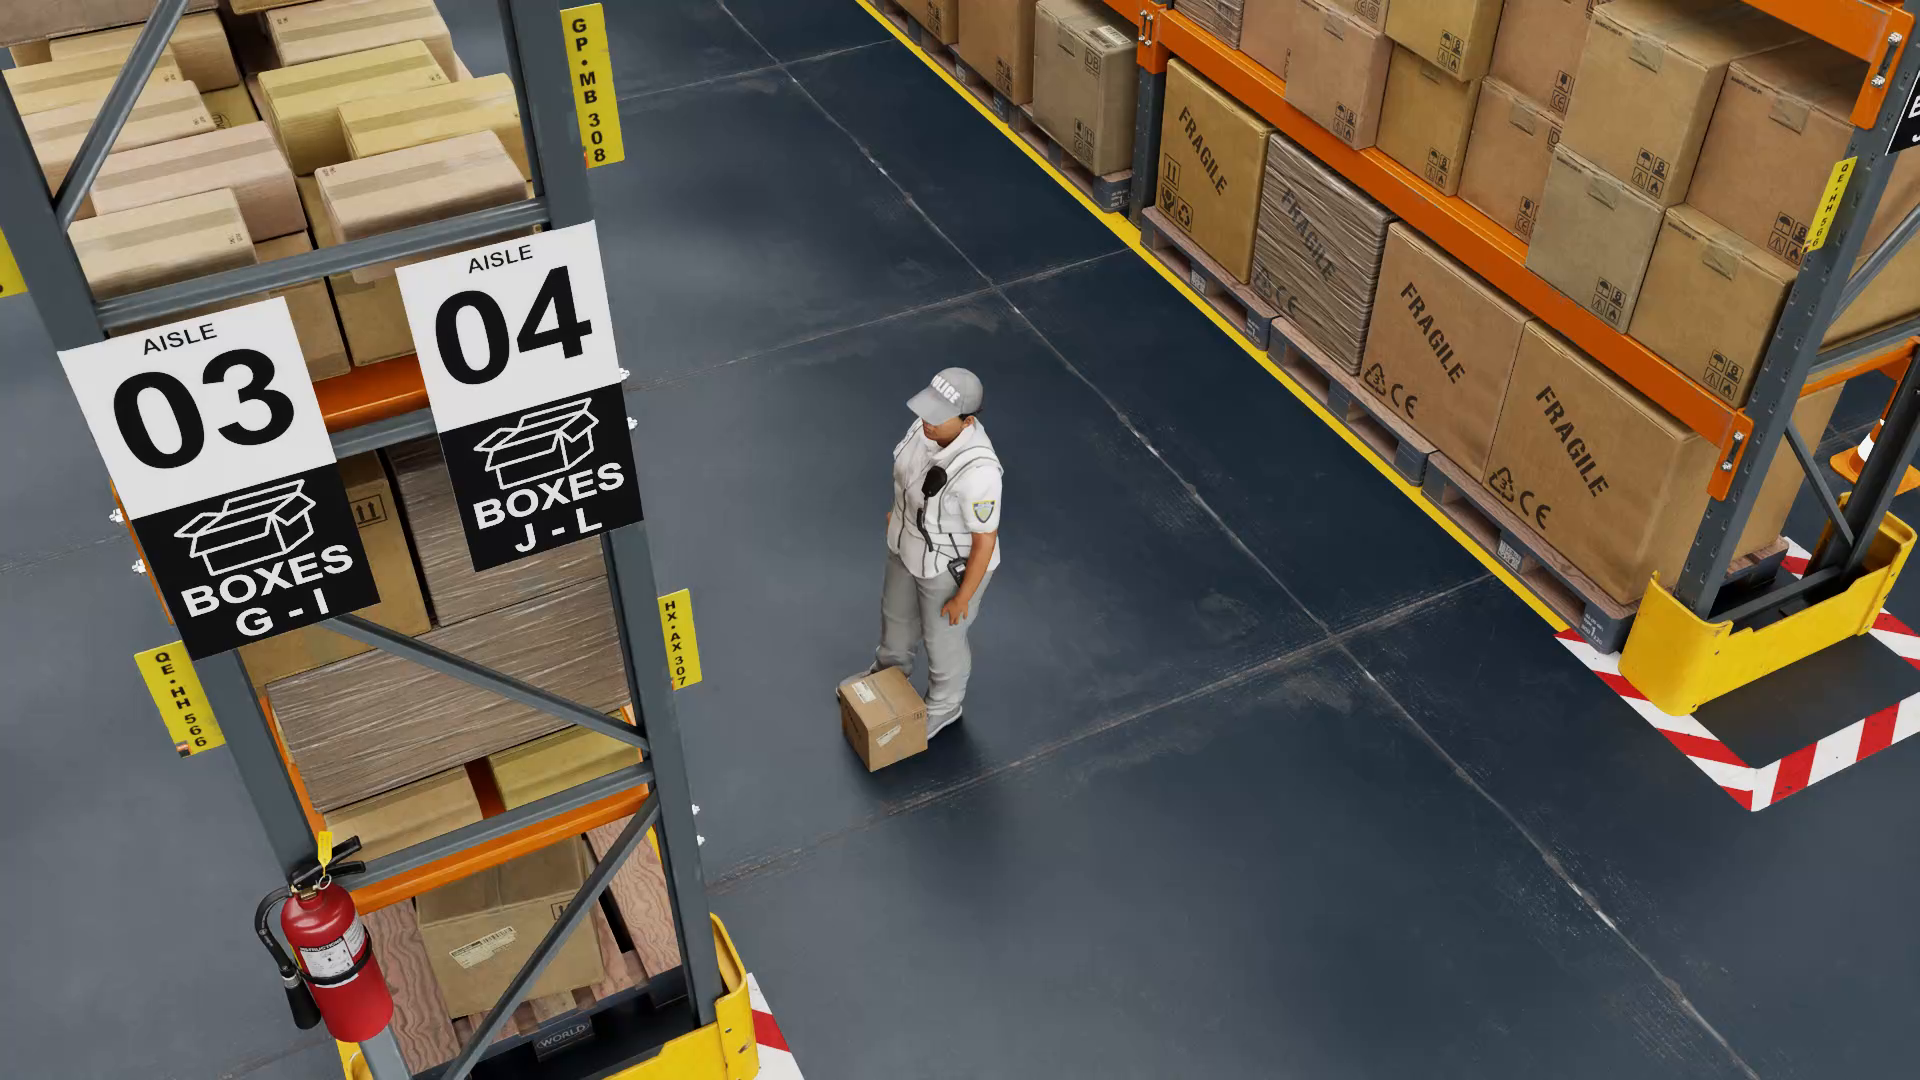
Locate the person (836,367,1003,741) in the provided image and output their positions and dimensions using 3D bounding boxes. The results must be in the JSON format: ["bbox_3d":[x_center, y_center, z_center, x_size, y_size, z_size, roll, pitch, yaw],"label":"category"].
[{"bbox_3d":[-0.149,0.070,6.061,0.529,1.670,0.597,-19,45,-20],"label":"person"}]
